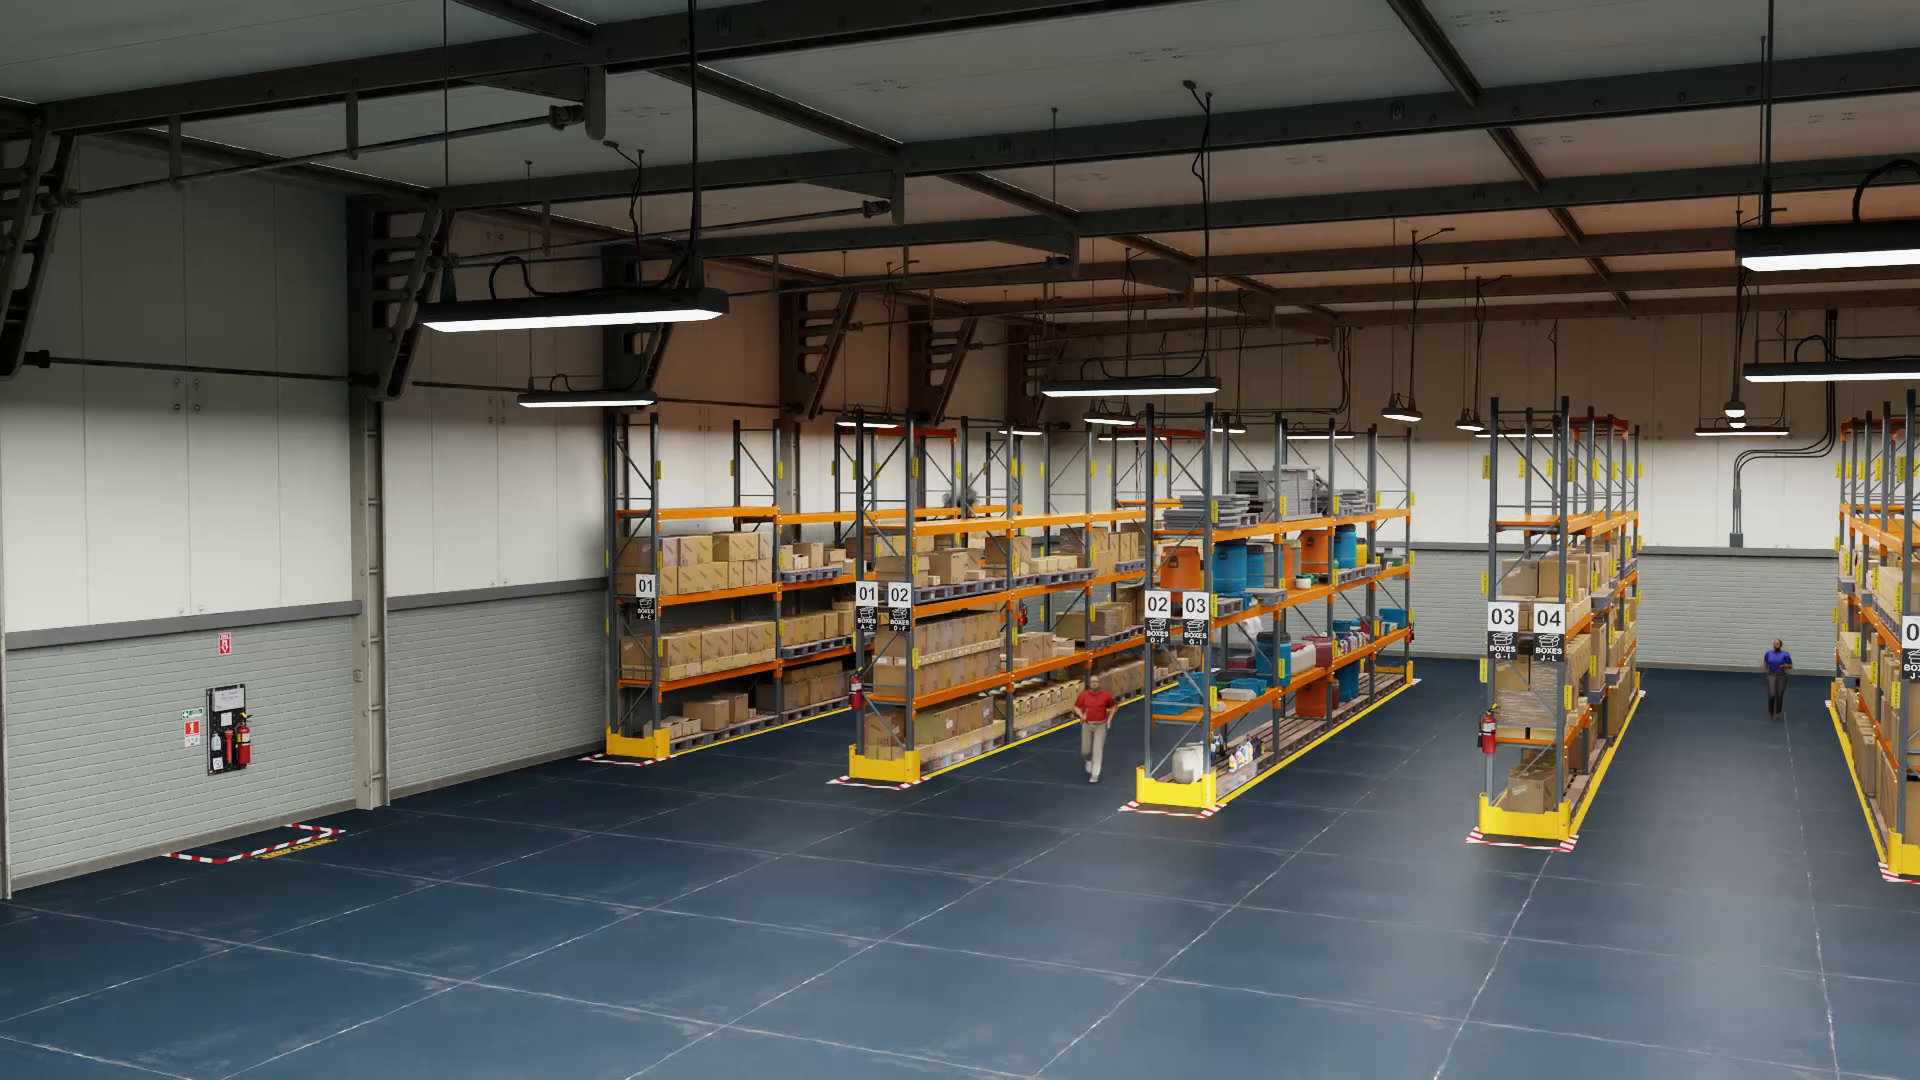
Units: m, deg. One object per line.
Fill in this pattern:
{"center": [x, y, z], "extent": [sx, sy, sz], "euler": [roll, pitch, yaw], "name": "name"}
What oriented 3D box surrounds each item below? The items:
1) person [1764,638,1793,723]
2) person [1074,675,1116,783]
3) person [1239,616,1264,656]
{"center": [16.242, 2.809, 33.027], "extent": [0.545, 1.712, 0.717], "euler": [1, 3, 29], "name": "person"}
{"center": [2.174, 3.024, 26.837], "extent": [0.668, 1.691, 0.741], "euler": [0, 2, 9], "name": "person"}
{"center": [7.189, 2.433, 40.974], "extent": [0.709, 1.804, 0.711], "euler": [-1, 3, -17], "name": "person"}
